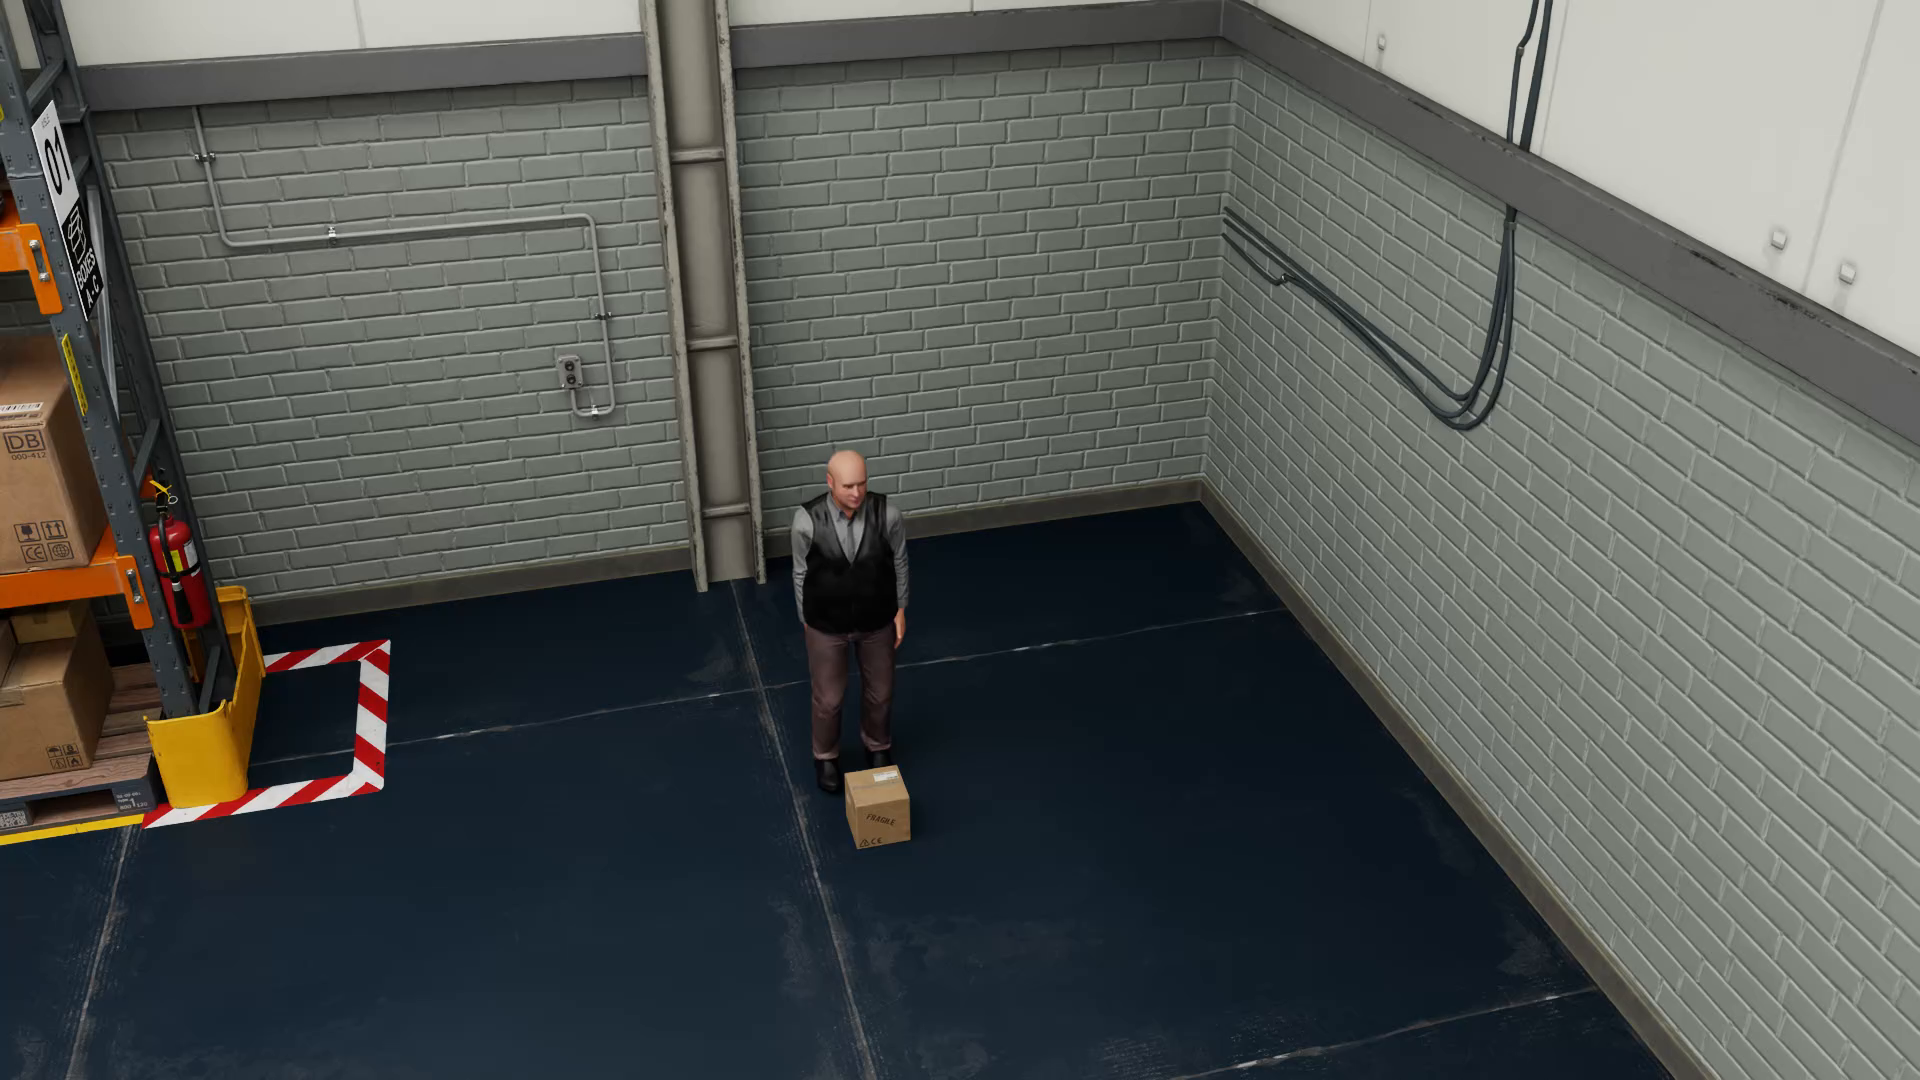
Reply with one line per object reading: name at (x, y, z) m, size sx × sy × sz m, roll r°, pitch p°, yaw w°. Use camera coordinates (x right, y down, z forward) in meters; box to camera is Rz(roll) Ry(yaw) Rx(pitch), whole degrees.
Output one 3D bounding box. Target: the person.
person at (-0.486, 0.370, 7.637) m, size 0.533 × 1.716 × 0.360 m, roll -7°, pitch 31°, yaw -12°
